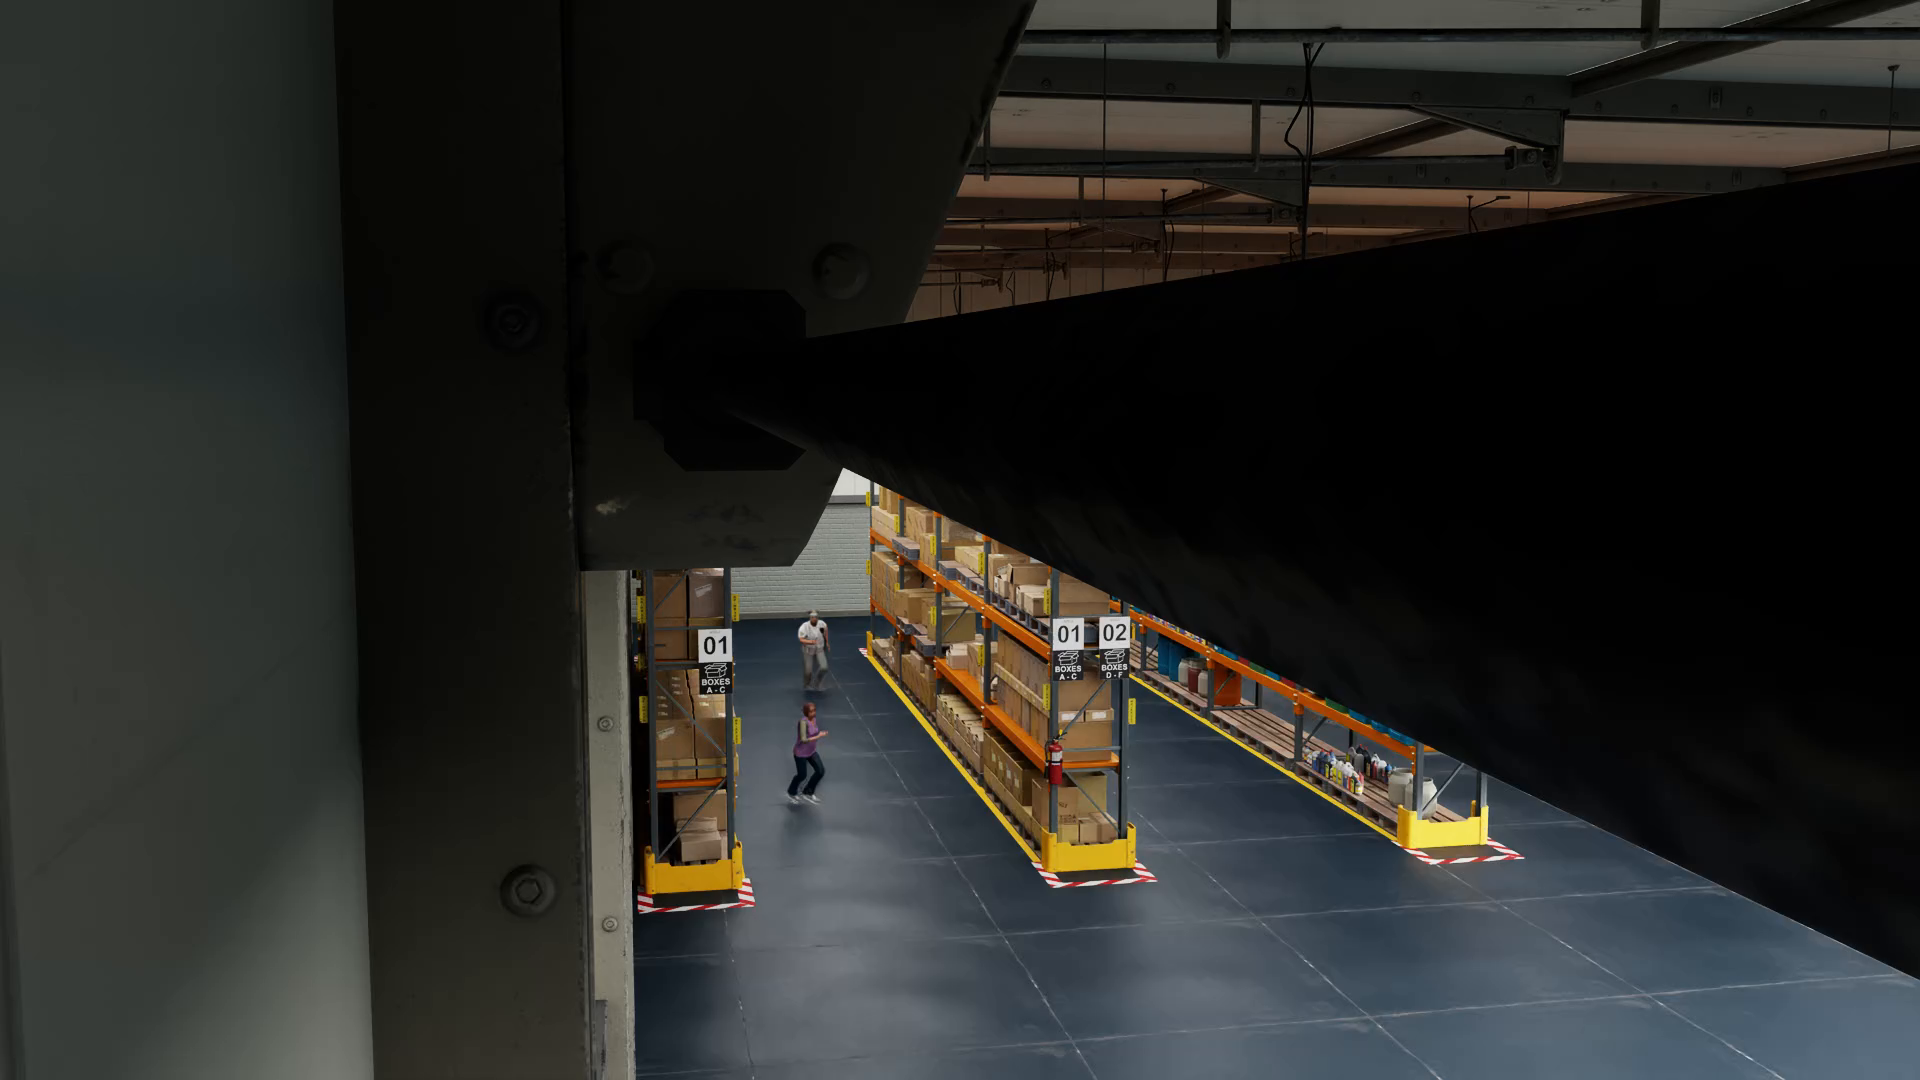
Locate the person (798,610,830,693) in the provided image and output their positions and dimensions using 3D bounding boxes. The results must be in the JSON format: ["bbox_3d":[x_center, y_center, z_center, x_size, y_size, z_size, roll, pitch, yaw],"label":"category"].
[{"bbox_3d":[-2.820,2.142,32.174,0.677,1.676,0.919,-2,6,-20],"label":"person"}]

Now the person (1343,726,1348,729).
[{"bbox_3d":[6.733,2.445,29.362,0.677,1.623,1.102,-1,6,-5],"label":"person"}]

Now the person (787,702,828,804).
[{"bbox_3d":[-2.227,3.074,23.859,0.805,1.557,0.495,4,7,36],"label":"person"}]
